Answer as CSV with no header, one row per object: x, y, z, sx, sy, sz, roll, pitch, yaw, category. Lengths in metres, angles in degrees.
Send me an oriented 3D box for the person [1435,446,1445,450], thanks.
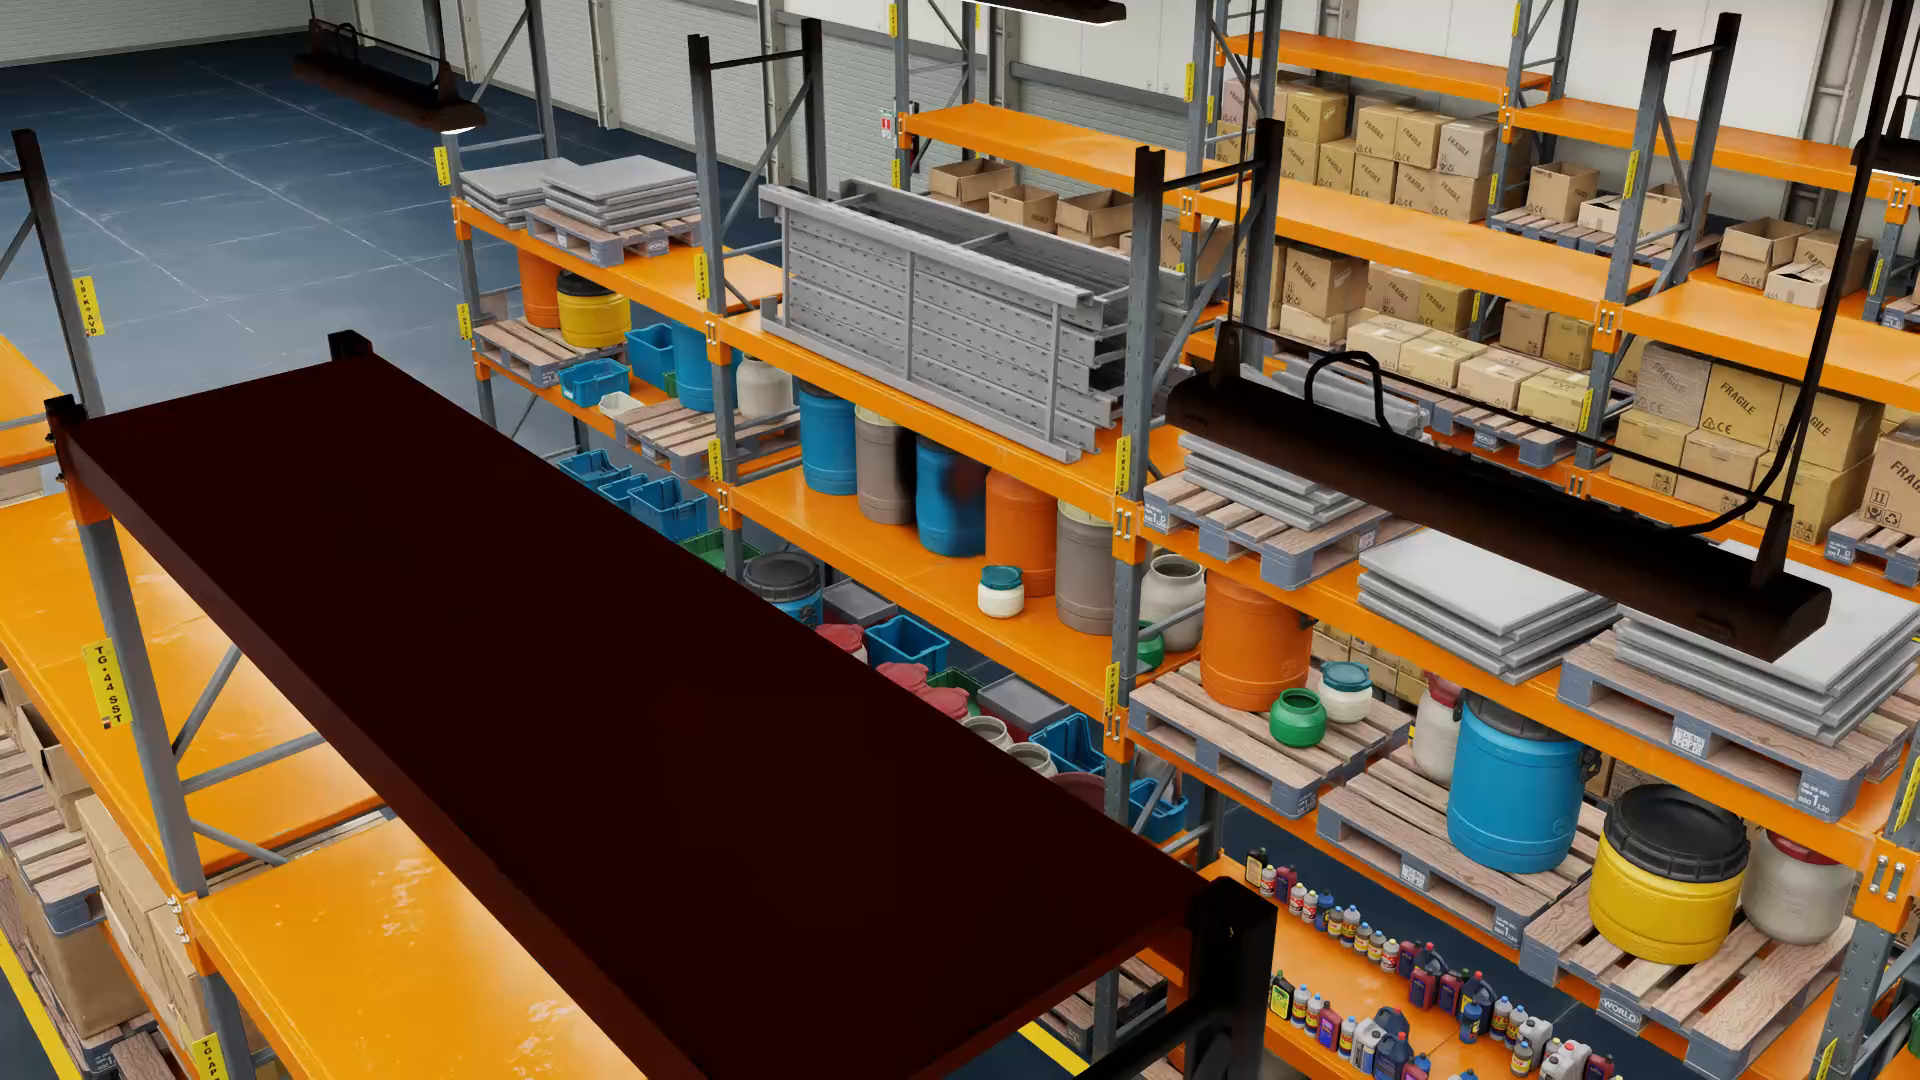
4.688,-0.765,17.063,0.420,1.733,0.556,-5,27,-10,person

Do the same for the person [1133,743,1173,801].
1.387,1.960,12.166,0.538,1.442,0.365,-9,28,-16,person
